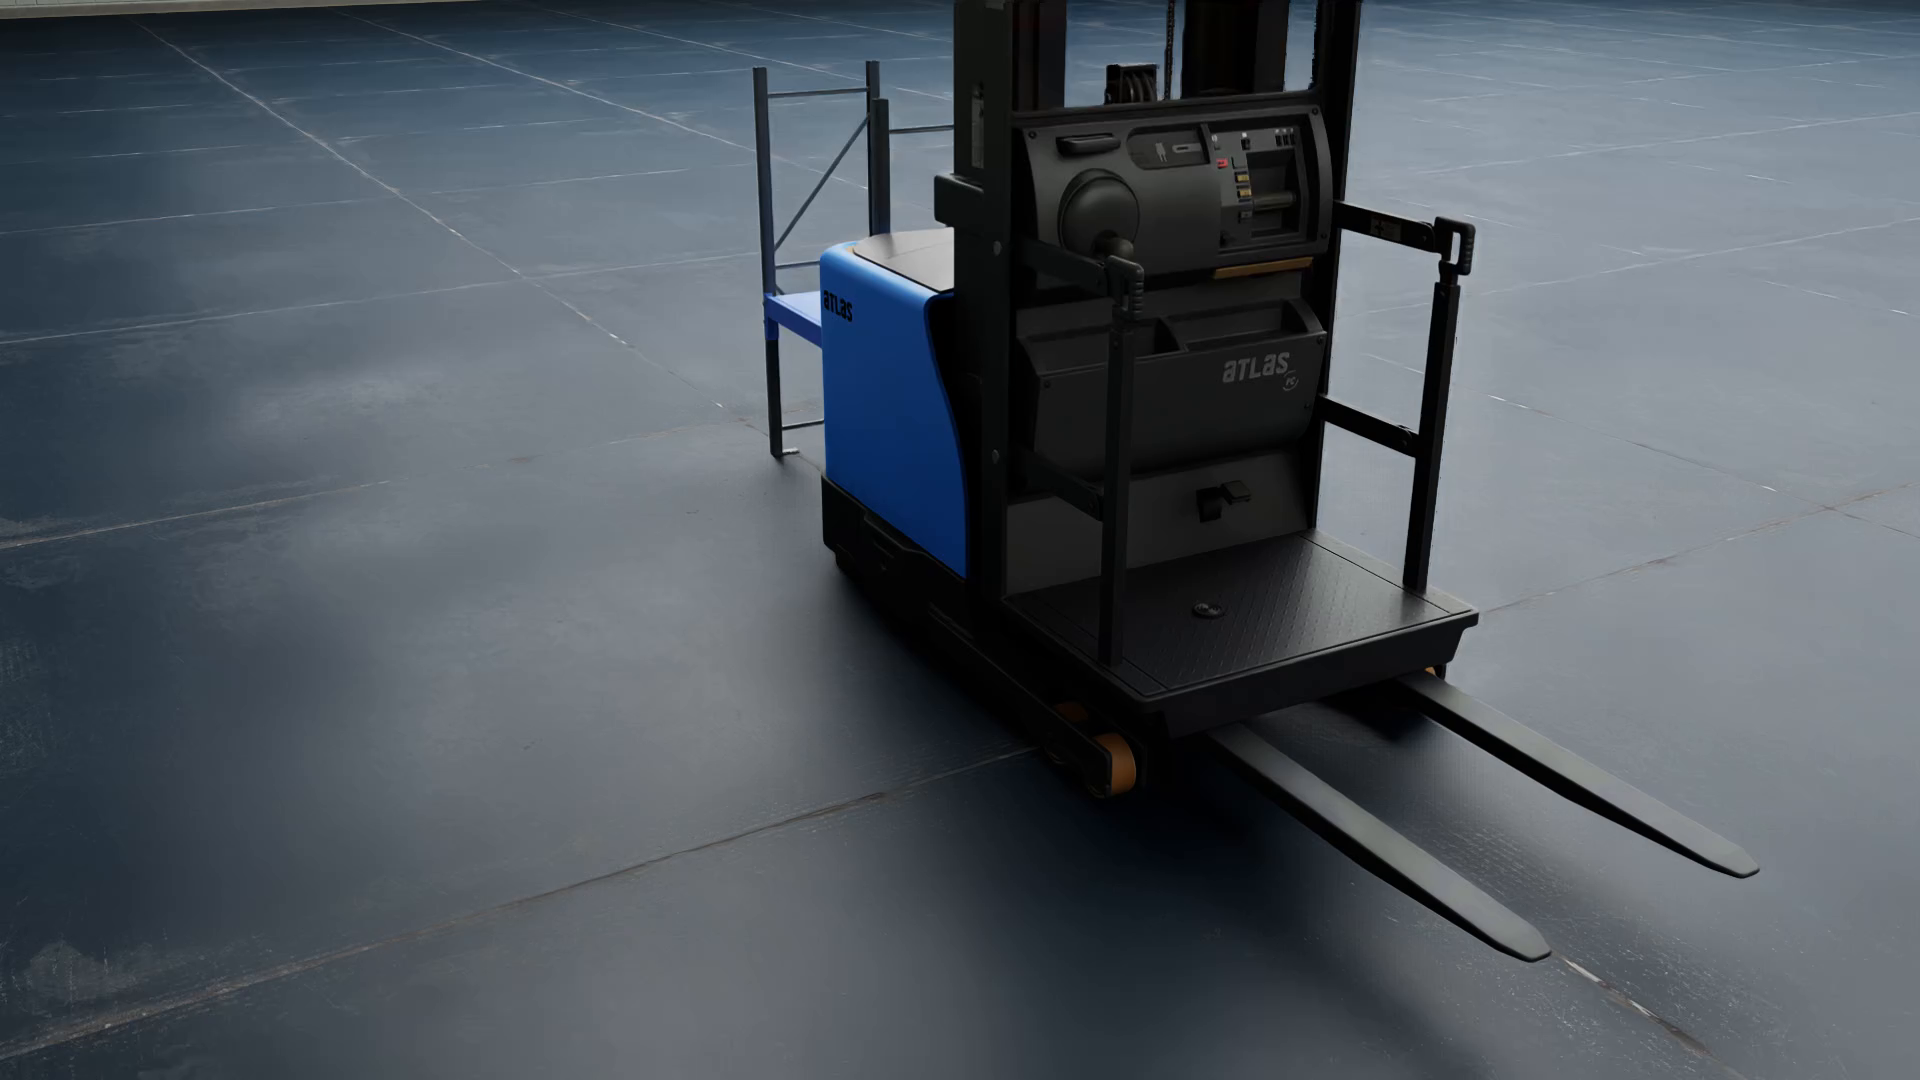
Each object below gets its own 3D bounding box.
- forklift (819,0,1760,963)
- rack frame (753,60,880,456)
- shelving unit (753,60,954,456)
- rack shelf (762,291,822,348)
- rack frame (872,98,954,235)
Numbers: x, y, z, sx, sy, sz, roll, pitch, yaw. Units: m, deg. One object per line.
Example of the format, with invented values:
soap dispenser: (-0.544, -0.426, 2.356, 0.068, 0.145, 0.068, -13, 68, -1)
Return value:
forklift: (0.680, -0.898, 4.129, 1.130, 2.935, 3.031, -11, 25, -26)
rack frame: (-0.532, -1.079, 6.475, 0.500, 1.500, 0.032, -11, 25, -26)
shelving unit: (-0.292, -0.911, 6.060, 0.538, 1.500, 1.048, -11, 25, -26)
rack shelf: (-0.292, -0.744, 6.128, 0.538, 0.185, 1.000, -11, 25, -26)
rack frame: (-0.051, -0.742, 5.645, 0.500, 1.500, 0.032, -11, 25, -26)
